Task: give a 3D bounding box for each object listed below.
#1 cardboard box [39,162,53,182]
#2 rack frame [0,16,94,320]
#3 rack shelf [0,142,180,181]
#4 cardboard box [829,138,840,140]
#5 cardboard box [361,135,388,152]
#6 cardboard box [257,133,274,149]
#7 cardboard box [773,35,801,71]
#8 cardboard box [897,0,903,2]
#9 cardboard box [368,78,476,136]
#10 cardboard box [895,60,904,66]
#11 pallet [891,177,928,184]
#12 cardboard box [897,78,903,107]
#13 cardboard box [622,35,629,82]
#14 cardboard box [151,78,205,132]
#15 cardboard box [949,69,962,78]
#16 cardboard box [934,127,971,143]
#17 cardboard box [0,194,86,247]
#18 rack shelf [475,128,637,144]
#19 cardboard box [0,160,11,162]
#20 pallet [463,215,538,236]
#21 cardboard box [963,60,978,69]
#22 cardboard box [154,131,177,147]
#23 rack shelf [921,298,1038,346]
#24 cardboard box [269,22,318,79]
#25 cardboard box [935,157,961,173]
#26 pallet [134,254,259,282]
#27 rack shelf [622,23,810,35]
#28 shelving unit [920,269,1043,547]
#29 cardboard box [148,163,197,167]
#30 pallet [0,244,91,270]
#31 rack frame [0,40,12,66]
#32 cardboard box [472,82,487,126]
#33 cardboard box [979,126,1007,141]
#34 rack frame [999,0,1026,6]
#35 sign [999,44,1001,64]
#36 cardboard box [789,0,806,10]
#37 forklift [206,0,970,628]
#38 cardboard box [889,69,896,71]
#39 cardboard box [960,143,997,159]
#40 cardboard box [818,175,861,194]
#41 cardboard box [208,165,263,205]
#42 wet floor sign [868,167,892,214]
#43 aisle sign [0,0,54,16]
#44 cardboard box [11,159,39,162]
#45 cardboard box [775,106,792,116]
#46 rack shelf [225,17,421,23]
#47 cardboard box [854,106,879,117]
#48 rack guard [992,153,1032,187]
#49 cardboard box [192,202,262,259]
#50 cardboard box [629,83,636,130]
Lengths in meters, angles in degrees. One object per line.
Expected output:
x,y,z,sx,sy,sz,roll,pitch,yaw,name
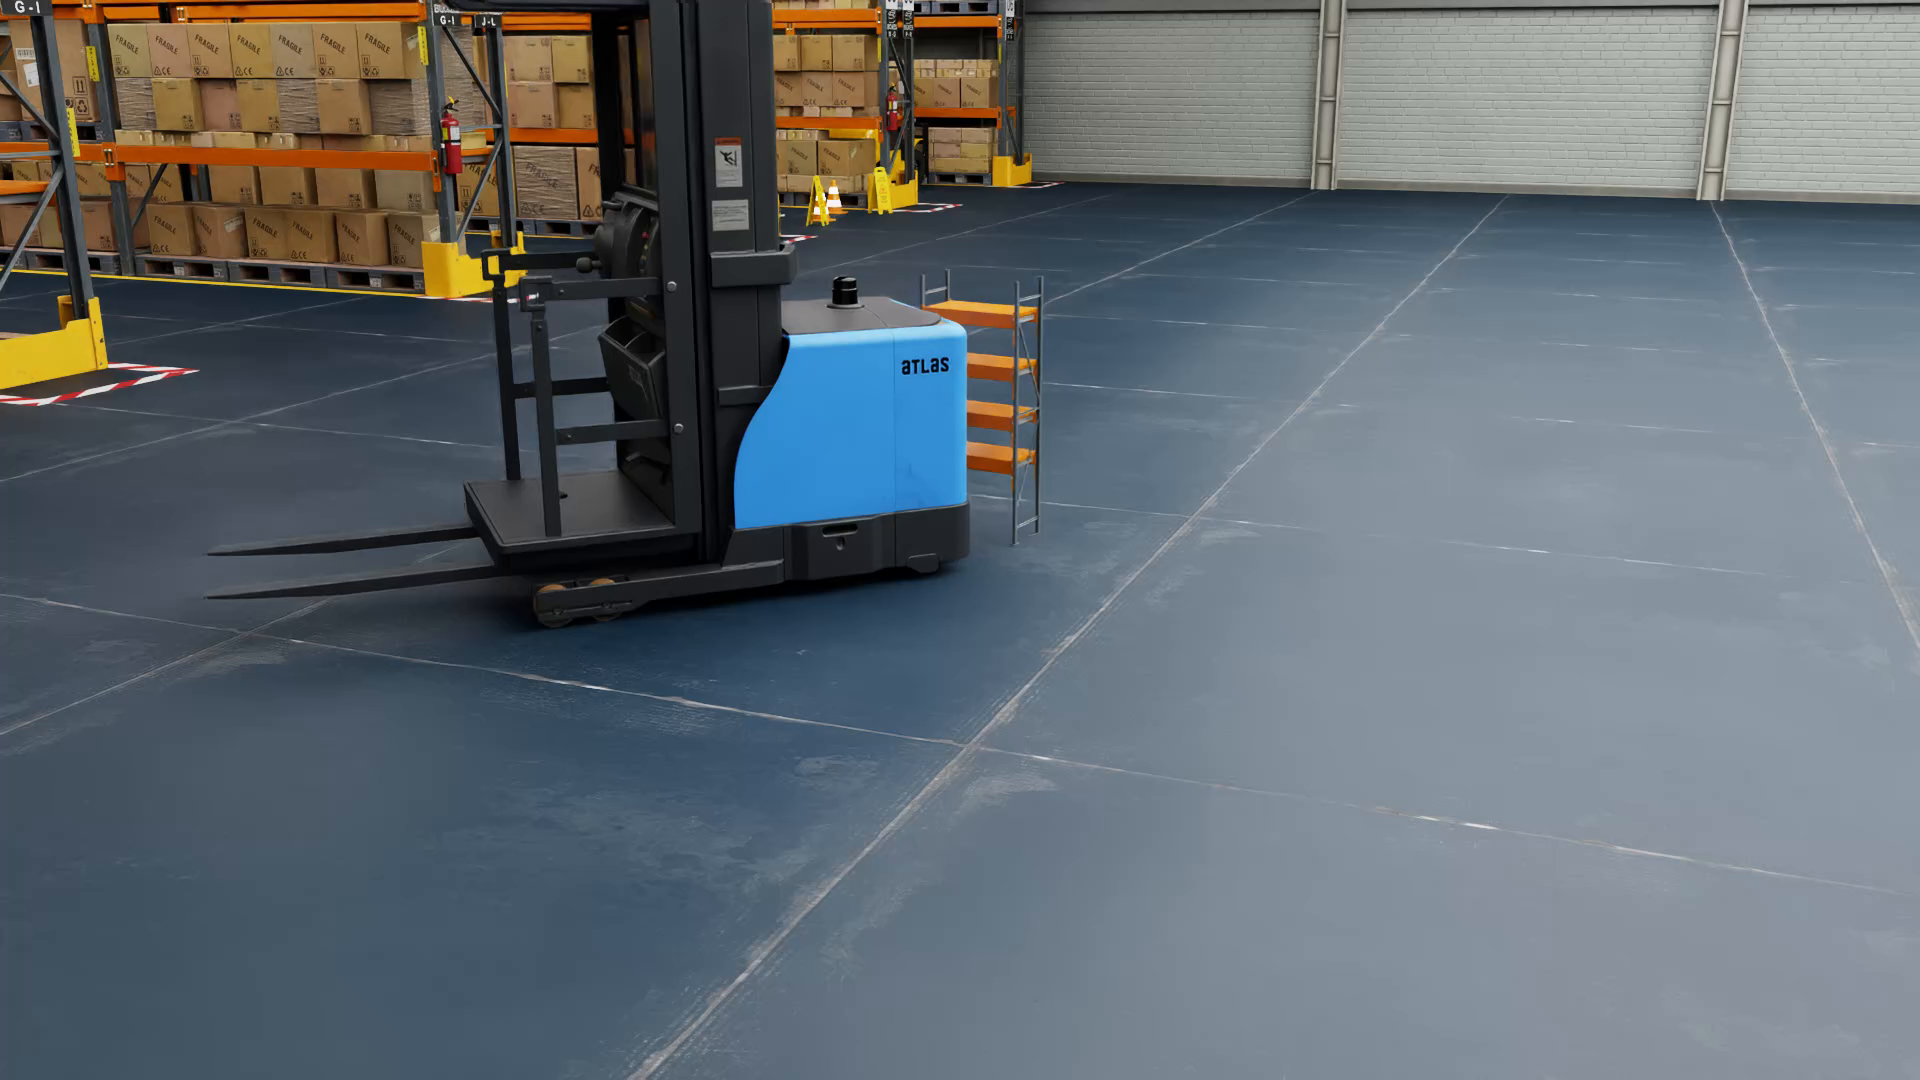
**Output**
-12.727,-5.144,23.744,0.500,0.500,0.500,7,18,23,cardboard box
-6.378,-2.553,11.087,0.127,3.000,1.000,6,17,21,rack frame
-10.142,-4.106,17.727,4.000,0.370,1.077,6,17,21,rack shelf
-2.084,-5.858,25.305,0.500,0.500,0.500,6,17,19,cardboard box
-5.385,-3.730,15.594,0.250,0.149,0.380,6,17,21,cardboard box
-6.543,-3.862,16.048,0.250,0.149,0.380,6,17,21,cardboard box
-2.460,-7.154,24.429,0.500,0.500,0.700,6,17,20,cardboard box
-1.054,-9.618,28.925,0.637,0.503,0.797,7,18,22,cardboard box
-5.062,-4.092,15.675,0.500,0.500,0.875,6,17,21,cardboard box
-0.946,-8.335,29.129,0.250,0.149,0.380,7,17,21,cardboard box
-0.965,-6.549,29.853,1.213,0.211,1.003,6,17,21,pallet
-1.089,-7.882,29.265,0.500,0.500,0.500,6,17,21,cardboard box
-3.994,-5.877,20.332,0.550,0.550,0.875,6,17,21,cardboard box
-7.434,-4.315,16.445,0.500,0.500,0.875,6,17,21,cardboard box
0.000,-8.079,28.778,0.250,0.149,0.380,7,17,22,cardboard box
-0.127,-7.074,29.045,0.500,0.250,0.500,7,17,22,cardboard box
-9.802,-3.437,17.826,0.500,0.500,0.700,5,17,16,cardboard box
-4.507,-4.973,20.713,4.000,0.370,1.077,6,17,21,rack shelf
-14.289,-5.592,24.849,0.250,0.149,0.380,7,18,23,cardboard box
-5.689,-4.086,21.368,1.213,0.211,1.003,6,17,21,pallet
0.242,-8.197,28.653,0.250,0.149,0.380,6,17,21,cardboard box
-7.722,-3.979,16.449,0.250,0.149,0.380,6,17,21,cardboard box
0.095,-0.988,7.514,0.480,0.148,0.258,9,19,29,rack shelf
-6.094,-4.602,15.640,0.500,0.500,0.500,6,17,21,cardboard box
-0.119,-6.596,29.193,0.500,0.250,0.500,6,17,21,cardboard box
-7.644,-2.848,17.105,1.213,0.211,1.003,6,17,21,pallet
-4.688,-9.404,30.598,4.000,0.370,1.077,6,17,21,rack shelf
0.095,-0.610,7.623,0.503,1.200,0.258,9,19,29,shelving unit
-10.821,-5.295,22.919,0.500,0.250,0.500,6,17,19,cardboard box
-10.145,-3.111,18.012,1.213,0.211,1.003,6,17,21,pallet
-13.810,-6.341,24.136,0.127,3.000,1.000,6,17,21,rack frame
-6.020,-5.560,21.177,0.550,0.550,0.875,6,17,21,cardboard box
0.516,-7.155,29.325,0.500,0.250,0.500,6,17,20,cardboard box
0.893,-10.577,27.965,0.127,3.000,1.000,6,17,21,rack frame
0.681,-8.226,28.127,0.005,0.325,0.100,6,17,21,sign
-2.298,-7.801,24.235,0.250,0.149,0.380,6,17,20,cardboard box
-1.523,-1.233,6.662,3.031,2.935,1.130,-7,18,-22,forklift
-1.197,-8.200,29.196,0.250,0.149,0.380,6,17,19,cardboard box
0.326,-6.785,28.949,0.500,0.250,0.500,6,17,20,cardboard box
-1.798,-5.304,24.743,0.500,0.250,0.500,6,17,20,cardboard box
-9.555,-4.968,22.687,0.750,0.750,1.050,6,17,20,cardboard box
-1.140,-4.980,23.671,0.232,0.644,0.267,14,21,40,wet floor sign
-6.204,-3.870,10.961,0.004,0.787,0.394,6,17,21,aisle sign
-13.219,-5.558,23.825,0.500,0.250,0.500,5,17,18,cardboard box
-2.566,-6.383,24.729,0.250,0.149,0.380,6,17,20,cardboard box
-10.227,-8.526,27.571,4.000,0.370,1.077,6,17,21,rack shelf
-1.351,-6.270,24.341,0.250,0.149,0.380,7,18,22,cardboard box
0.916,-6.493,29.141,0.348,0.500,1.175,6,17,21,rack guard
-7.389,-3.140,16.840,0.500,0.500,0.500,13,21,38,cardboard box
-3.528,-5.262,20.151,0.550,0.550,0.875,6,17,21,cardboard box
